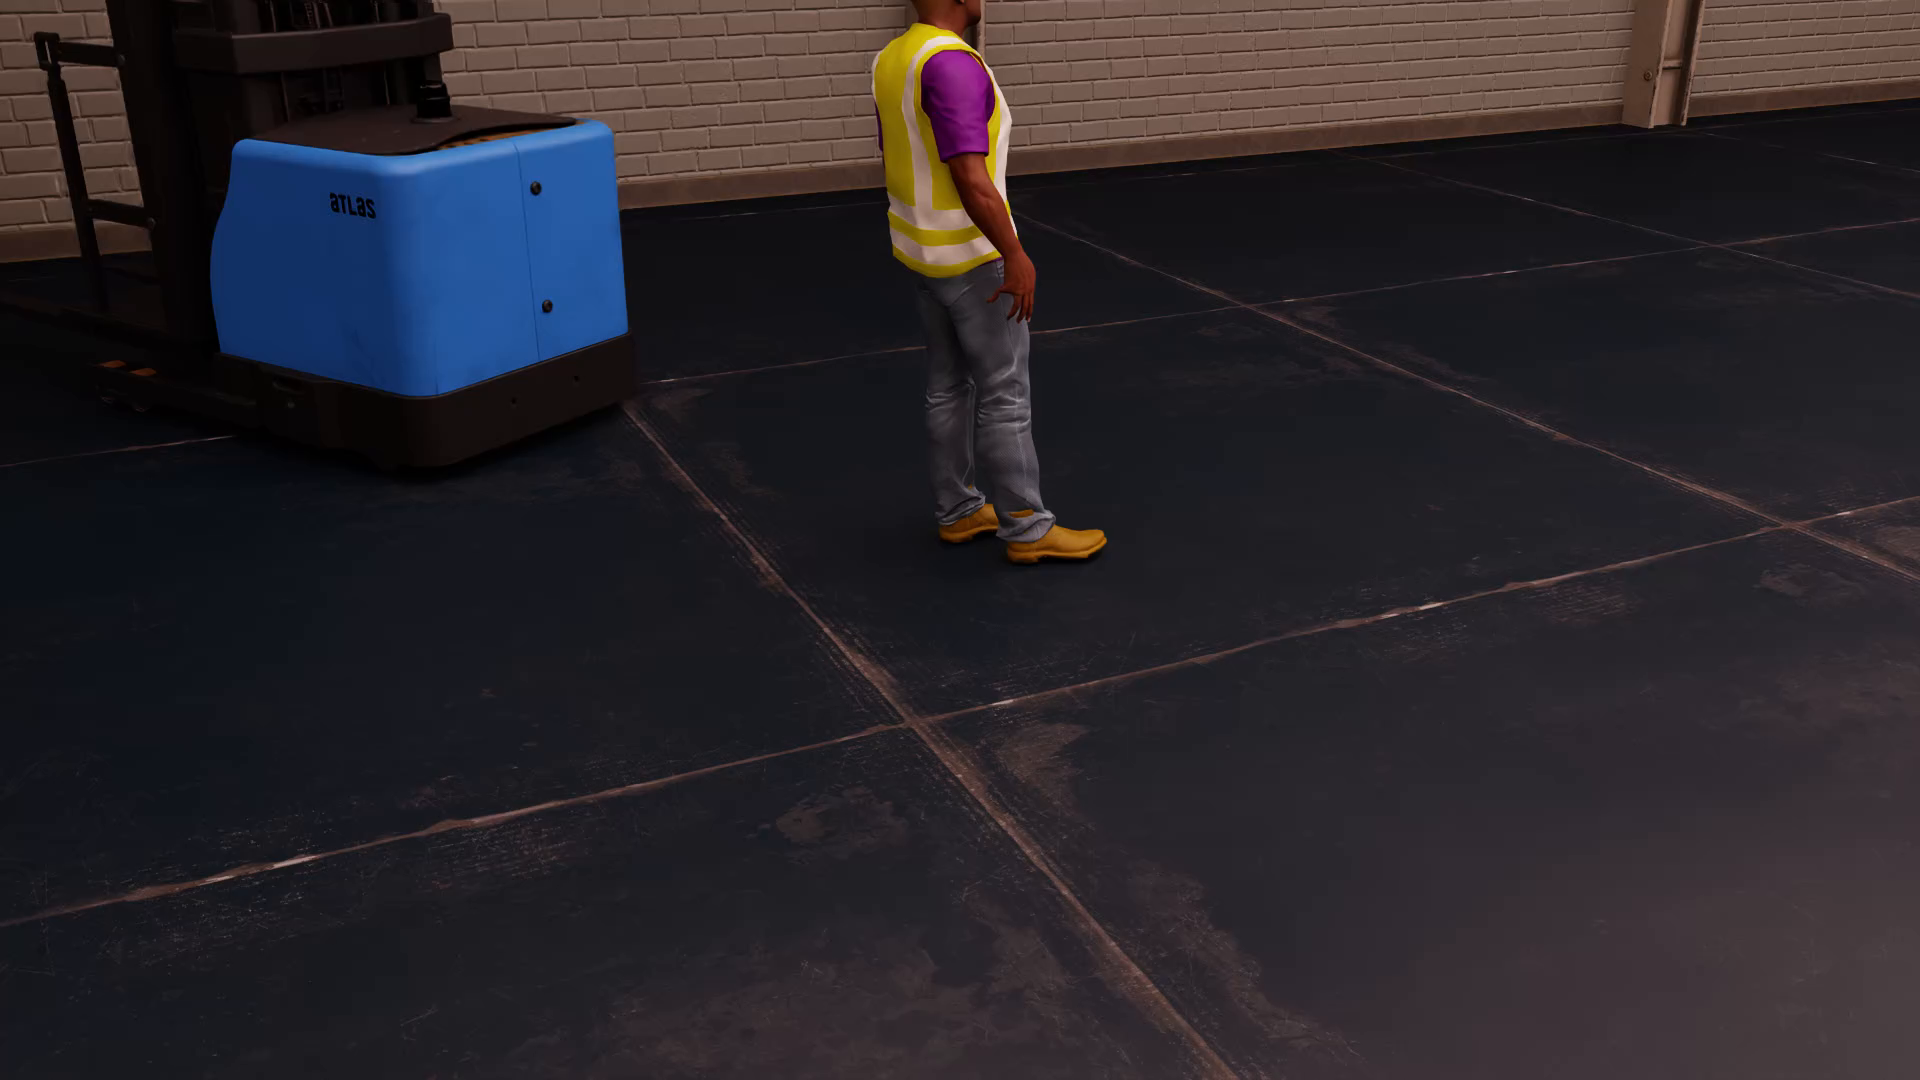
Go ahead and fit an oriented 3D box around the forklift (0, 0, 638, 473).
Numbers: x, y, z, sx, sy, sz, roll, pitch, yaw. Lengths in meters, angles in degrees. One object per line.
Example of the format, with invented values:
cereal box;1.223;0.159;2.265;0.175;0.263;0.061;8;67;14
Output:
forklift;-2.733;-1.989;6.075;3.031;2.935;1.130;14;26;29

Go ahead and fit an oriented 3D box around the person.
person;0.066;-0.832;4.787;0.576;1.766;0.665;-10;25;-23
